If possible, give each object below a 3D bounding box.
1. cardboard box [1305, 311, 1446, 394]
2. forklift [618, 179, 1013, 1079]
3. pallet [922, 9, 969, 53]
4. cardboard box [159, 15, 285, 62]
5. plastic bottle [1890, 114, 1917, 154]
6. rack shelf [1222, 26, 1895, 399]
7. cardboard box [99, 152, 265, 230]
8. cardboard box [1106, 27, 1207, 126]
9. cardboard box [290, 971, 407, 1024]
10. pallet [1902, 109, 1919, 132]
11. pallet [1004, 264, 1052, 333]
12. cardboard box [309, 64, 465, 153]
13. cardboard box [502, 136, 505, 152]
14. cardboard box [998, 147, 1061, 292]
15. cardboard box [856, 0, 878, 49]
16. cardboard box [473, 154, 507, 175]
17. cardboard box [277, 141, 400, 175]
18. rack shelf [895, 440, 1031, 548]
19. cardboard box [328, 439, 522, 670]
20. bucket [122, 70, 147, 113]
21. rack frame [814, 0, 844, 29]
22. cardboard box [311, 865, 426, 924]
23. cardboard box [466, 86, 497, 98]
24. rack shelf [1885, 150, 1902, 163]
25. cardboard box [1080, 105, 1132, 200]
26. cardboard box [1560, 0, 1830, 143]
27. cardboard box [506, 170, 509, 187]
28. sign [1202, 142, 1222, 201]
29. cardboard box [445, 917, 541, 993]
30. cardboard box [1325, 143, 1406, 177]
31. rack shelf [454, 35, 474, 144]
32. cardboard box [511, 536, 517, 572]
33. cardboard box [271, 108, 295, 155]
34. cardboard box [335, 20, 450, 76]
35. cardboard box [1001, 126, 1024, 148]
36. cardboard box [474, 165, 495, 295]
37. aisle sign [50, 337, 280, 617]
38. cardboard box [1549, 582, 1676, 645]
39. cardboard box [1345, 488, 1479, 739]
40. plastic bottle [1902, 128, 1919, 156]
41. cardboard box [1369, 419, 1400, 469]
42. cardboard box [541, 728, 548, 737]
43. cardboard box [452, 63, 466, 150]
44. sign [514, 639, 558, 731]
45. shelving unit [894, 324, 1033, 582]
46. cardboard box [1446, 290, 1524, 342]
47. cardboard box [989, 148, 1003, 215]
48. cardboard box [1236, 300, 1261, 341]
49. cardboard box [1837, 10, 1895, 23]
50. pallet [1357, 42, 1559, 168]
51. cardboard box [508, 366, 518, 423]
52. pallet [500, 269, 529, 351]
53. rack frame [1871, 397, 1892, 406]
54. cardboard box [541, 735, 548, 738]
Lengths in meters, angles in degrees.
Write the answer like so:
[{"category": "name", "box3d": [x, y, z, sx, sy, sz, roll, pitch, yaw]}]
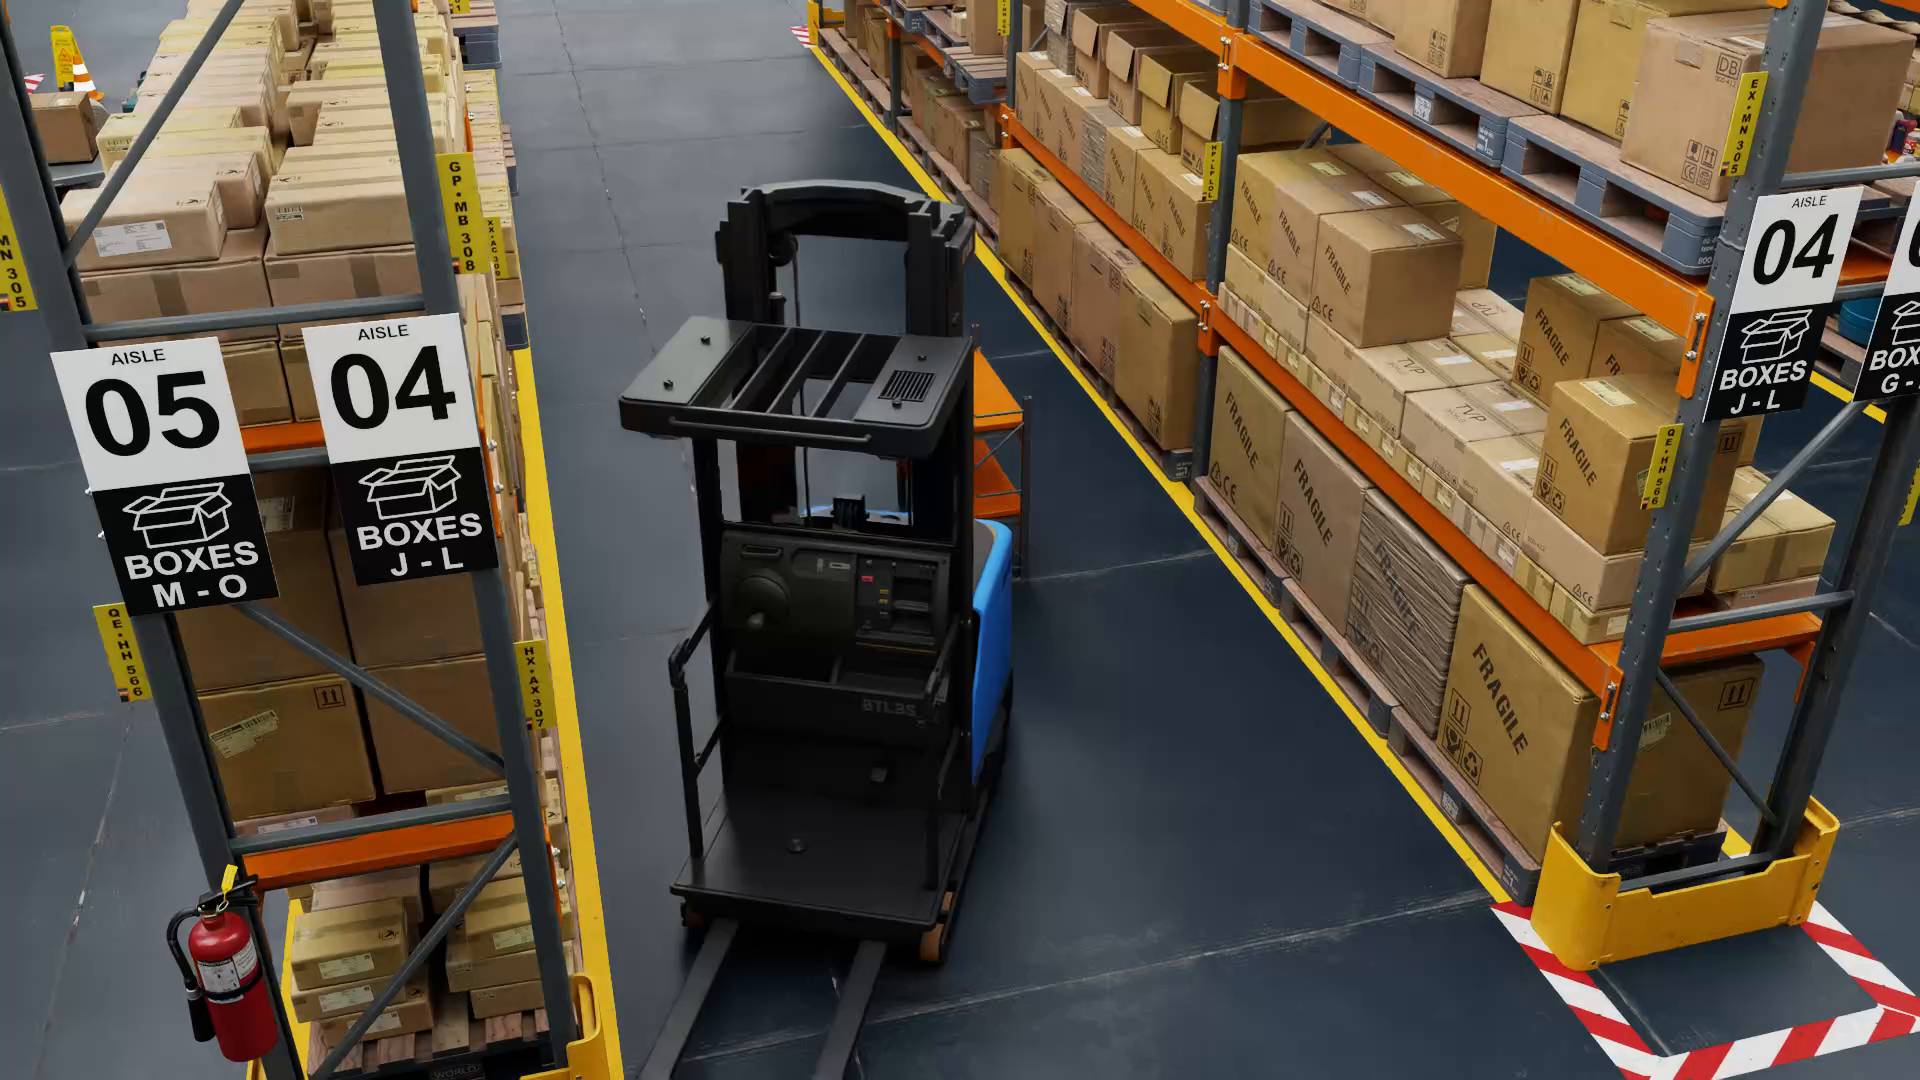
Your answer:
[{"category": "cardboard box", "box3d": [2.059, -0.960, 8.266, 0.500, 0.250, 0.500, -7, 31, -12]}, {"category": "forklift", "box3d": [-0.539, 0.249, 6.394, 1.130, 2.935, 3.031, 6, 31, 10]}, {"category": "pallet", "box3d": [0.290, -4.447, 14.631, 1.003, 0.211, 1.213, -8, 31, -13]}, {"category": "cardboard box", "box3d": [-2.746, -1.845, 6.202, 0.380, 0.149, 0.250, -6, 31, -11]}, {"category": "plastic bottle", "box3d": [6.770, -2.919, 11.915, 0.061, 0.283, 0.133, -8, 31, -13]}, {"category": "rack shelf", "box3d": [2.447, -1.669, 7.362, 1.077, 0.370, 4.000, -8, 31, -13]}, {"category": "cardboard box", "box3d": [-2.194, -0.978, 4.704, 0.380, 0.149, 0.250, -7, 31, -13]}, {"category": "cardboard box", "box3d": [1.388, -3.064, 10.948, 0.797, 0.503, 0.637, -7, 31, -12]}, {"category": "cardboard box", "box3d": [-2.246, 1.601, 6.119, 0.380, 0.149, 0.250, -9, 31, -15]}, {"category": "pallet", "box3d": [10.226, -4.091, 16.607, 1.003, 0.211, 1.213, -8, 31, -13]}, {"category": "pallet", "box3d": [0.992, -1.982, 12.964, 1.003, 0.211, 1.213, -8, 31, -13]}, {"category": "cardboard box", "box3d": [-2.094, -1.543, 6.078, 0.500, 0.250, 0.500, -9, 31, -15]}, {"category": "cardboard box", "box3d": [-3.247, -2.621, 11.115, 0.380, 0.149, 0.250, -7, 31, -12]}, {"category": "cardboard box", "box3d": [1.018, -2.506, 12.787, 1.225, 0.875, 0.875, -9, 31, -16]}, {"category": "cardboard box", "box3d": [-0.927, -5.955, 19.121, 0.500, 0.500, 0.500, 0, 30, 0]}, {"category": "cardboard box", "box3d": [-2.831, -2.121, 9.659, 0.380, 0.149, 0.250, -8, 31, -14]}, {"category": "cardboard box", "box3d": [-1.747, -1.040, 4.810, 0.380, 0.149, 0.250, -7, 31, -11]}, {"category": "rack shelf", "box3d": [0.002, -0.272, 9.585, 0.538, 0.278, 1.000, -8, 31, -13]}, {"category": "cardboard box", "box3d": [-1.694, 0.038, 5.295, 0.500, 0.500, 0.500, -8, 31, -14]}, {"category": "bucket", "box3d": [-7.275, -3.901, 15.246, 0.726, 0.611, 0.620, 2, 40, 4]}, {"category": "rack frame", "box3d": [-1.268, -7.444, 19.616, 1.000, 3.000, 0.127, -8, 31, -13]}, {"category": "cardboard box", "box3d": [-2.227, 1.338, 6.276, 0.380, 0.149, 0.250, -7, 31, -12]}, {"category": "cardboard box", "box3d": [-3.248, -2.876, 10.962, 0.380, 0.149, 0.250, -7, 31, -12]}, {"category": "rack shelf", "box3d": [6.161, -2.961, 12.589, 1.077, 0.370, 4.000, -8, 31, -13]}, {"category": "cardboard box", "box3d": [1.131, -2.615, 11.173, 0.500, 0.500, 0.500, -8, 31, -13]}, {"category": "cardboard box", "box3d": [2.756, -1.814, 6.277, 0.700, 0.500, 0.500, -9, 31, -15]}, {"category": "cardboard box", "box3d": [-2.971, -2.245, 10.170, 0.380, 0.149, 0.250, -8, 31, -14]}, {"category": "sign", "box3d": [1.396, -2.038, 9.200, 0.100, 0.325, 0.005, -8, 31, -13]}, {"category": "cardboard box", "box3d": [-1.722, 1.531, 6.240, 0.380, 0.149, 0.250, -7, 31, -11]}, {"category": "cardboard box", "box3d": [2.296, -1.850, 9.056, 0.500, 0.500, 0.500, -7, 31, -12]}, {"category": "rack shelf", "box3d": [-3.423, -2.990, 9.645, 1.077, 0.370, 4.000, -8, 31, -13]}, {"category": "cardboard box", "box3d": [-1.850, 0.214, 5.989, 0.500, 0.500, 0.500, -8, 31, -13]}, {"category": "cardboard box", "box3d": [-2.468, -1.238, 5.551, 0.500, 0.250, 0.500, -7, 31, -13]}, {"category": "cardboard box", "box3d": [-2.090, -1.804, 6.130, 0.380, 0.149, 0.250, -8, 31, -14]}, {"category": "cardboard box", "box3d": [0.648, -3.332, 13.821, 0.500, 0.250, 0.500, -7, 31, -11]}, {"category": "cardboard box", "box3d": [-2.507, -1.451, 7.867, 0.500, 0.500, 0.500, -9, 31, -15]}, {"category": "aisle sign", "box3d": [-2.100, -0.155, 4.429, 0.394, 0.787, 0.004, -8, 31, -13]}, {"category": "cardboard box", "box3d": [2.566, 0.265, 6.549, 0.380, 0.149, 0.250, -7, 31, -12]}, {"category": "cardboard box", "box3d": [2.490, 0.284, 7.967, 0.875, 0.875, 0.875, -8, 31, -13]}, {"category": "plastic bottle", "box3d": [6.783, -2.825, 11.835, 0.097, 0.201, 0.097, 0, 30, 0]}, {"category": "cardboard box", "box3d": [2.161, -0.474, 7.825, 0.380, 0.149, 0.250, -7, 31, -12]}, {"category": "cardboard box", "box3d": [-2.010, 0.758, 7.279, 0.380, 0.149, 0.250, -7, 31, -13]}, {"category": "cardboard box", "box3d": [-2.380, -1.827, 7.067, 0.500, 0.250, 0.500, -8, 31, -13]}, {"category": "sign", "box3d": [-1.307, 0.448, 5.118, 0.100, 0.325, 0.005, -8, 31, -13]}, {"category": "shelving unit", "box3d": [0.002, -0.484, 9.463, 0.538, 1.125, 1.048, -8, 31, -13]}, {"category": "cardboard box", "box3d": [2.562, -1.037, 8.400, 0.500, 0.250, 0.500, -7, 31, -12]}, {"category": "cardboard box", "box3d": [0.658, -3.009, 14.011, 0.700, 0.500, 0.500, -9, 31, -16]}, {"category": "cardboard box", "box3d": [1.744, -1.225, 9.123, 0.380, 0.149, 0.250, -9, 31, -15]}, {"category": "cardboard box", "box3d": [9.873, -5.653, 18.289, 0.500, 0.311, 0.500, -7, 31, -12]}, {"category": "pallet", "box3d": [2.444, -1.923, 7.172, 1.003, 0.211, 1.213, -8, 31, -13]}, {"category": "cardboard box", "box3d": [-2.834, -0.854, 9.558, 0.500, 0.250, 0.500, -9, 31, -15]}, {"category": "pallet", "box3d": [-2.955, -1.343, 9.267, 1.003, 0.211, 1.213, -8, 31, -13]}, {"category": "rack frame", "box3d": [6.692, -2.306, 10.740, 1.000, 3.000, 0.127, -8, 31, -13]}, {"category": "cardboard box", "box3d": [-2.085, 0.906, 7.617, 0.380, 0.149, 0.250, -8, 31, -13]}]
